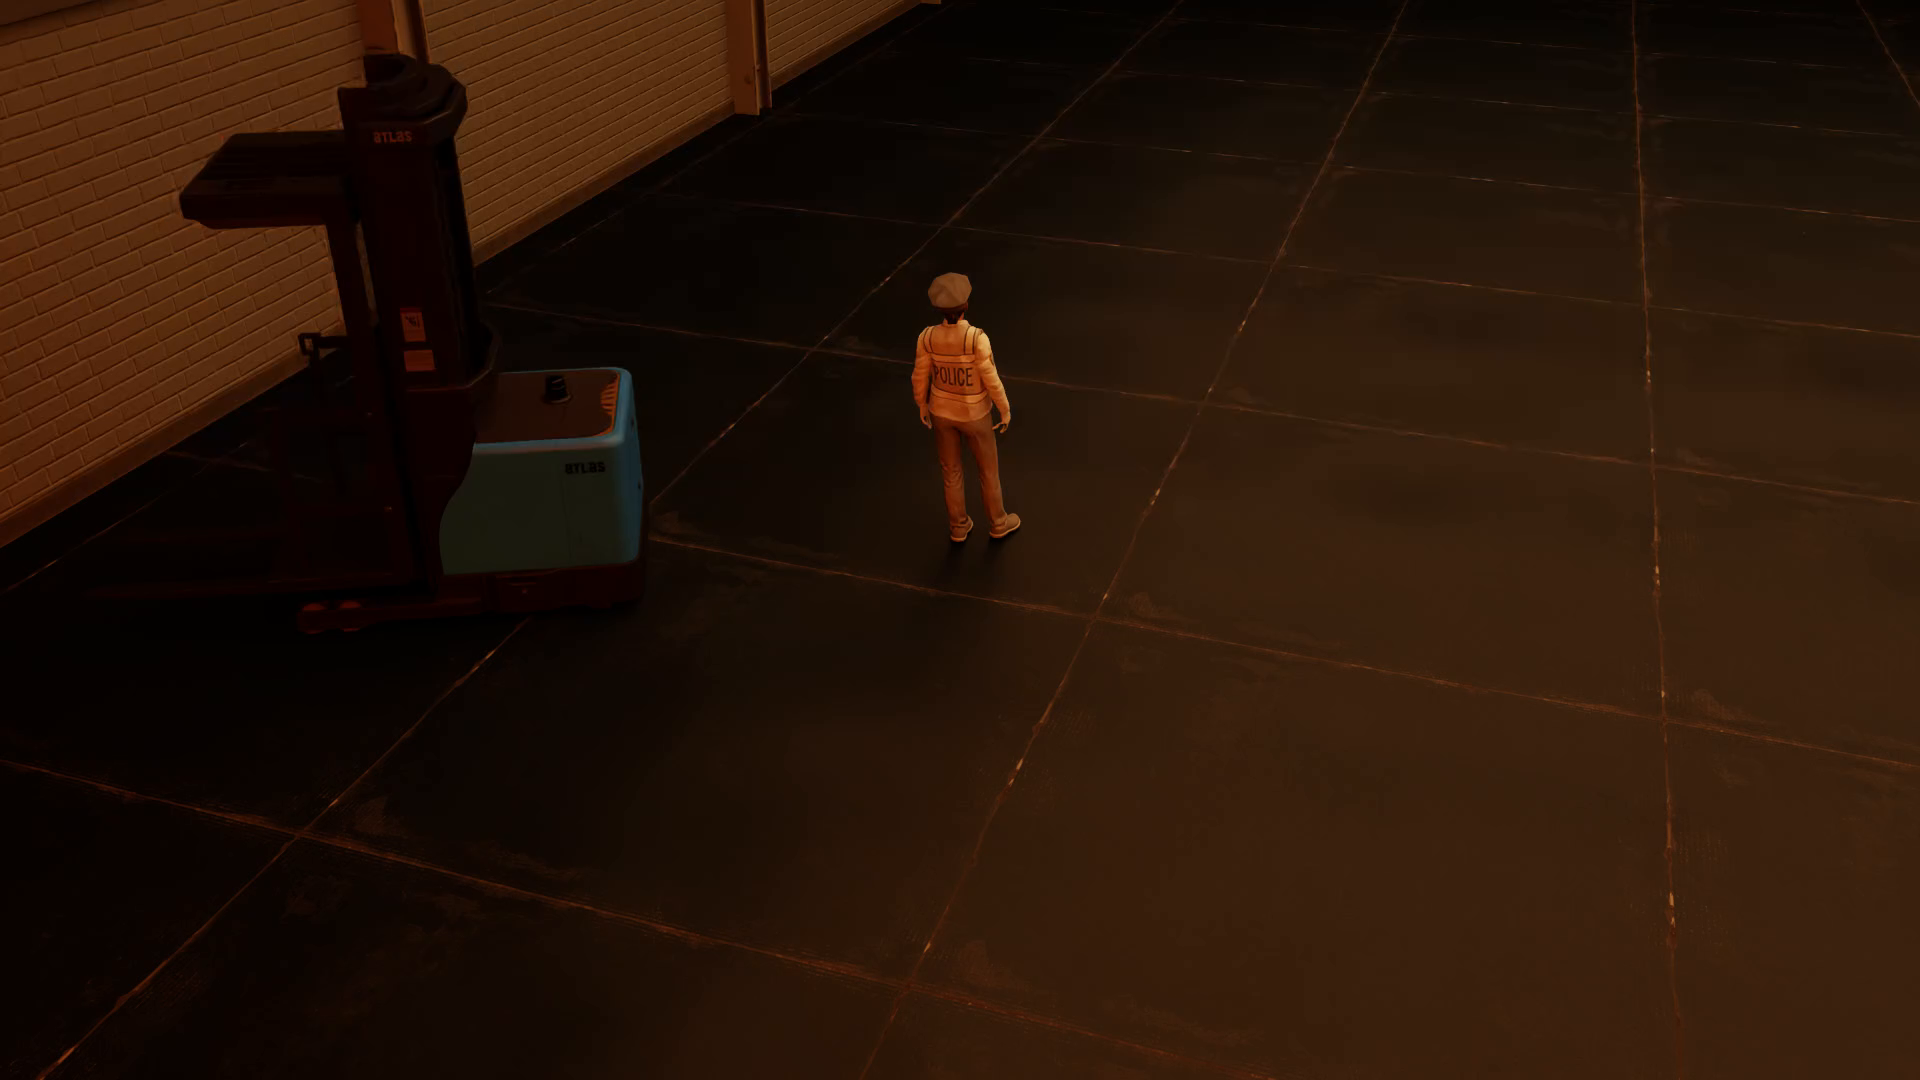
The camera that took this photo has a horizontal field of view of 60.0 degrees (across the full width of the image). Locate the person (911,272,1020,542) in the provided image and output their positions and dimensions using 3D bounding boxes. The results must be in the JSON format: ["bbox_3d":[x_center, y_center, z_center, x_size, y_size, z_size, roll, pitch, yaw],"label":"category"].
[{"bbox_3d":[0.028,-0.773,9.727,0.588,1.695,0.531,10,31,16],"label":"person"}]

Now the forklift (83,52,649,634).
[{"bbox_3d":[-3.349,-1.032,8.947,3.031,2.935,1.130,-4,30,-6],"label":"forklift"}]
